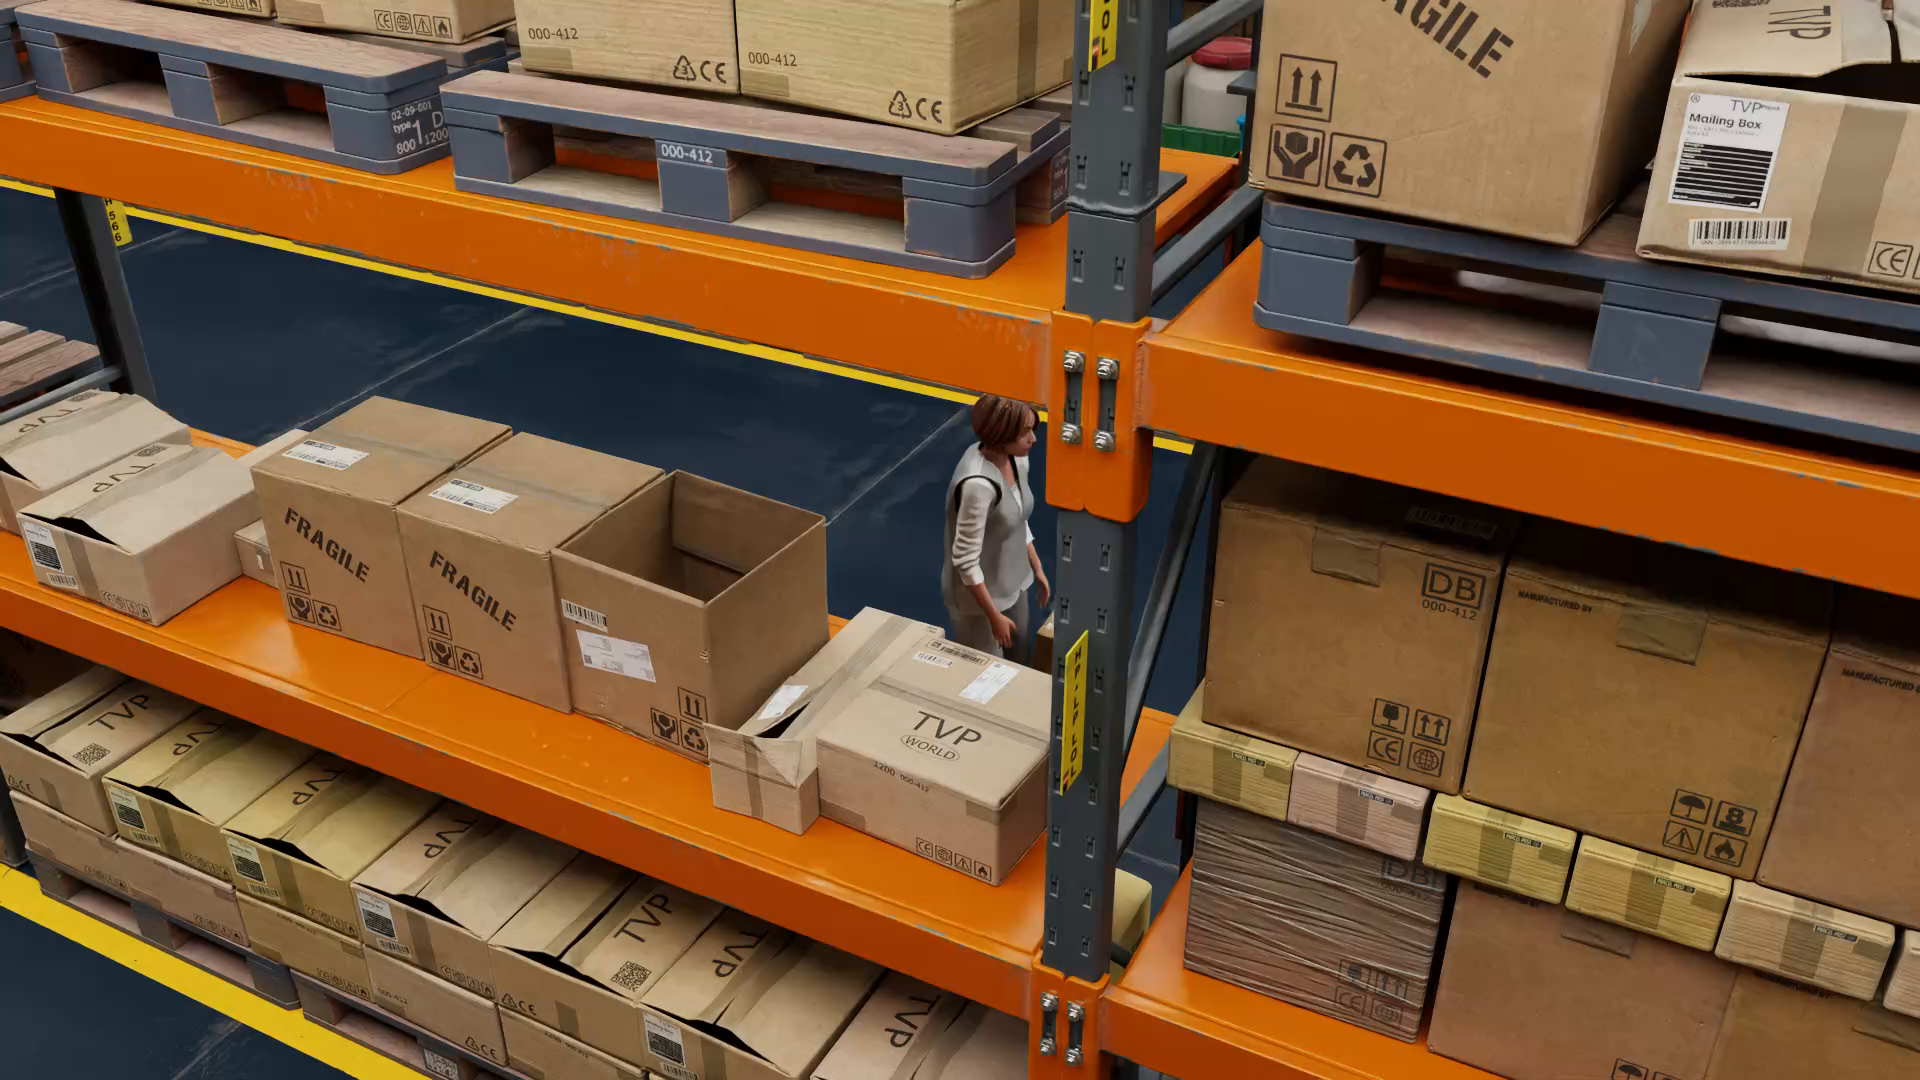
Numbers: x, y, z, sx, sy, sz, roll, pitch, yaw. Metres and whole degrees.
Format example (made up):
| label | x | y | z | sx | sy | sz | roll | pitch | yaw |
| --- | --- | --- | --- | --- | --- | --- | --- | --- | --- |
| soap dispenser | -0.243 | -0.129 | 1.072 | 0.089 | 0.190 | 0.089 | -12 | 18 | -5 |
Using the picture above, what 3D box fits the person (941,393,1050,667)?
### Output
| label | x | y | z | sx | sy | sz | roll | pitch | yaw |
| --- | --- | --- | --- | --- | --- | --- | --- | --- | --- |
| person | 0.117 | 0.245 | 5.829 | 0.336 | 1.487 | 0.450 | 14 | 33 | 23 |
